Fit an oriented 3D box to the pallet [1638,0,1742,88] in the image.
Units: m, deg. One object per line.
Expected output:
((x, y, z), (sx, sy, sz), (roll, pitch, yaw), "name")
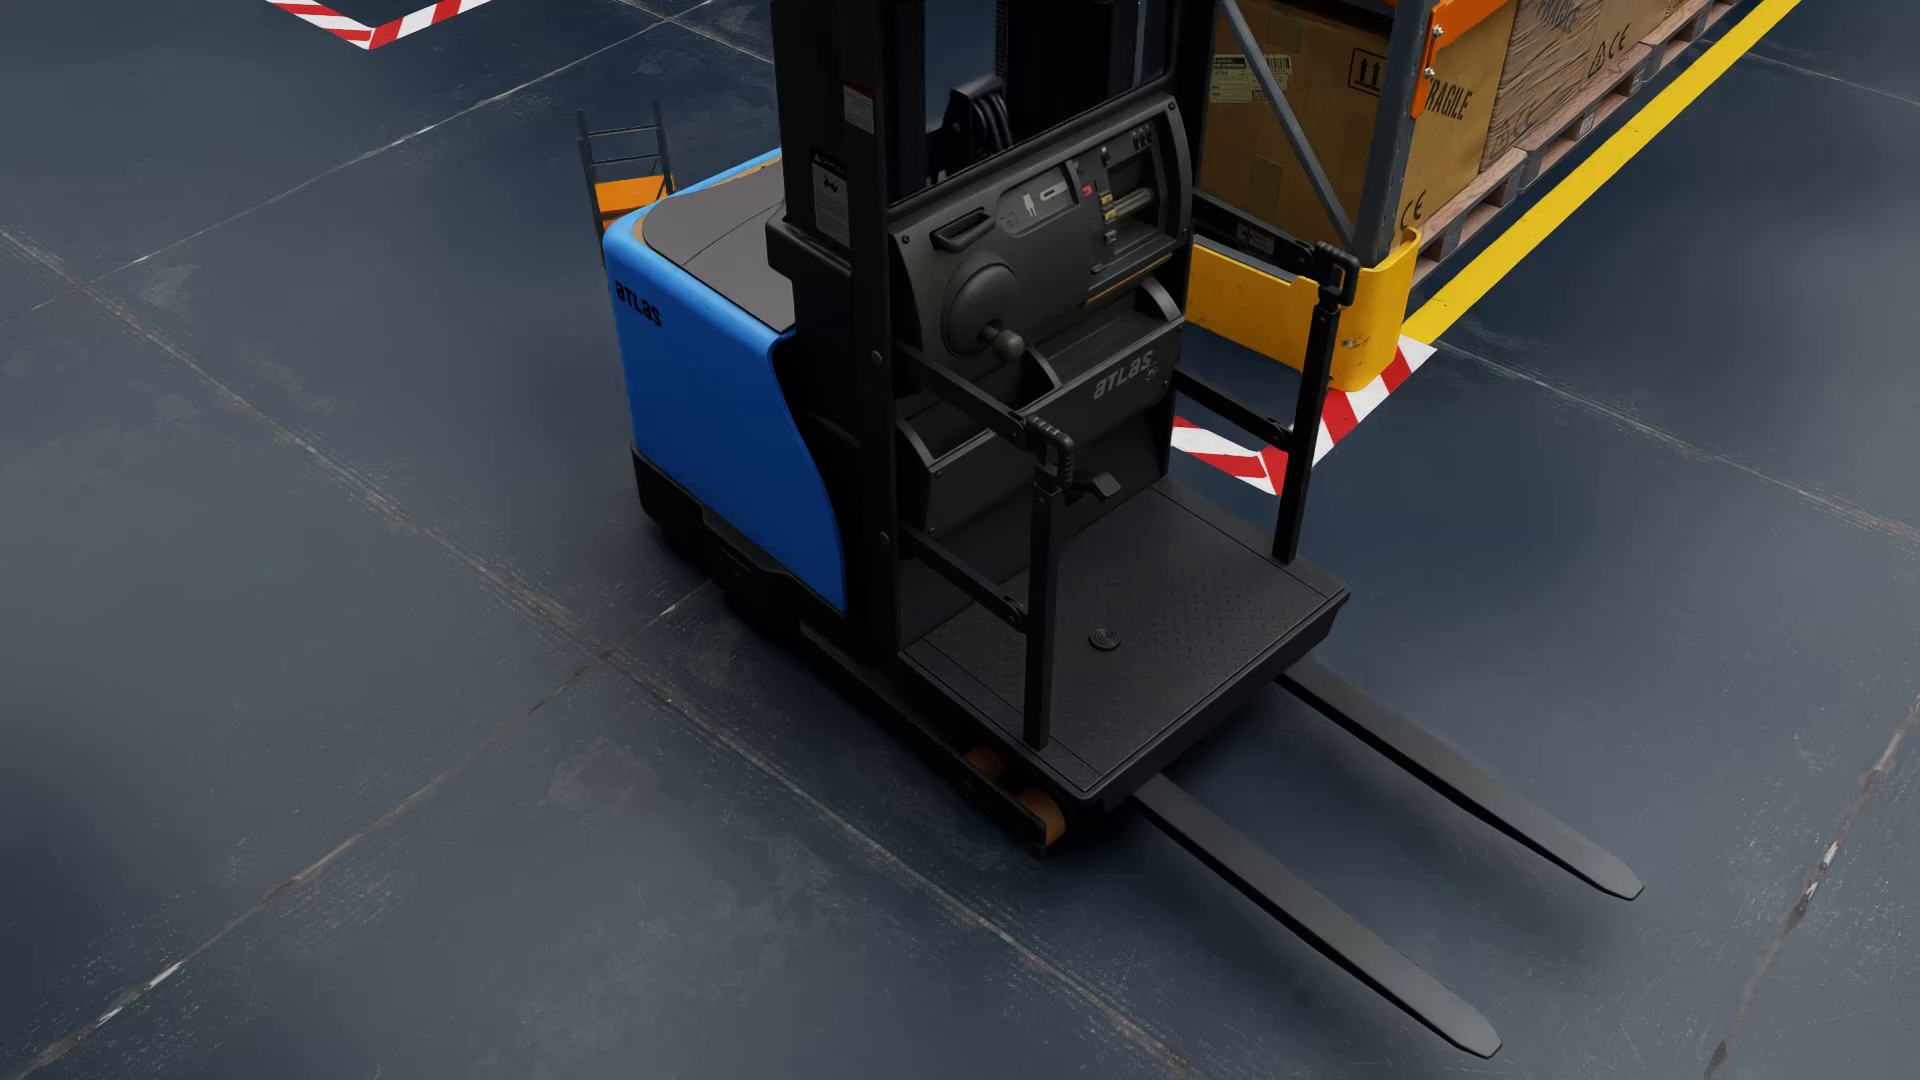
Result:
((3.075, -2.631, 7.987), (1.003, 0.211, 1.213), (29, 50, 28), "pallet")

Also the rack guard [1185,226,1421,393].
((1.034, -1.024, 6.004), (1.175, 0.500, 0.348), (29, 50, 28), "rack guard")

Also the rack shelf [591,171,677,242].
((-0.972, -1.000, 4.978), (0.258, 0.103, 0.180), (-10, 42, -7), "rack shelf")

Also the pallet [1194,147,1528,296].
((1.504, -1.375, 6.605), (1.003, 0.211, 1.213), (29, 50, 28), "pallet")

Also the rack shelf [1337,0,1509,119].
((2.337, -2.724, 6.551), (1.077, 0.370, 4.000), (29, 50, 28), "rack shelf")

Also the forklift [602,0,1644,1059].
((0.364, -0.669, 3.807), (1.130, 2.935, 3.031), (-33, 51, -31), "forklift")

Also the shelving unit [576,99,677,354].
((-0.959, -0.762, 5.186), (0.258, 1.200, 0.189), (-10, 42, -7), "shelving unit")

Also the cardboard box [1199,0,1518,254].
((1.400, -1.694, 6.151), (0.875, 0.875, 0.875), (29, 50, 28), "cardboard box")

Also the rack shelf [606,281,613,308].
((-0.962, -0.819, 5.136), (0.258, 0.103, 0.180), (-10, 42, -7), "rack shelf")

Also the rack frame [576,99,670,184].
((-0.977, -0.821, 5.254), (0.240, 1.200, 0.006), (-10, 42, -7), "rack frame")

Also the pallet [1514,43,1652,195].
((2.290, -2.000, 7.293), (1.003, 0.211, 1.213), (29, 50, 28), "pallet")

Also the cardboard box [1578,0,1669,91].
((2.559, -2.621, 7.170), (0.875, 0.875, 0.875), (29, 50, 28), "cardboard box")

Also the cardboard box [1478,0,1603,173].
((1.986, -2.163, 6.666), (0.875, 0.875, 0.875), (29, 50, 28), "cardboard box")

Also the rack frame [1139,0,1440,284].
((1.050, -1.961, 5.177), (1.000, 3.000, 0.127), (29, 50, 28), "rack frame")

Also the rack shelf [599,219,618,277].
((-0.967, -0.909, 5.057), (0.258, 0.103, 0.180), (-10, 42, -7), "rack shelf")

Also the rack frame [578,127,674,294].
((-0.940, -0.704, 5.118), (0.240, 1.200, 0.006), (-10, 42, -7), "rack frame")

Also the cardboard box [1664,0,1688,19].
((3.138, -3.085, 7.680), (0.875, 0.875, 0.875), (29, 50, 28), "cardboard box")

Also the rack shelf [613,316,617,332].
((-0.957, -0.729, 5.215), (0.258, 0.103, 0.180), (-10, 42, -7), "rack shelf")
